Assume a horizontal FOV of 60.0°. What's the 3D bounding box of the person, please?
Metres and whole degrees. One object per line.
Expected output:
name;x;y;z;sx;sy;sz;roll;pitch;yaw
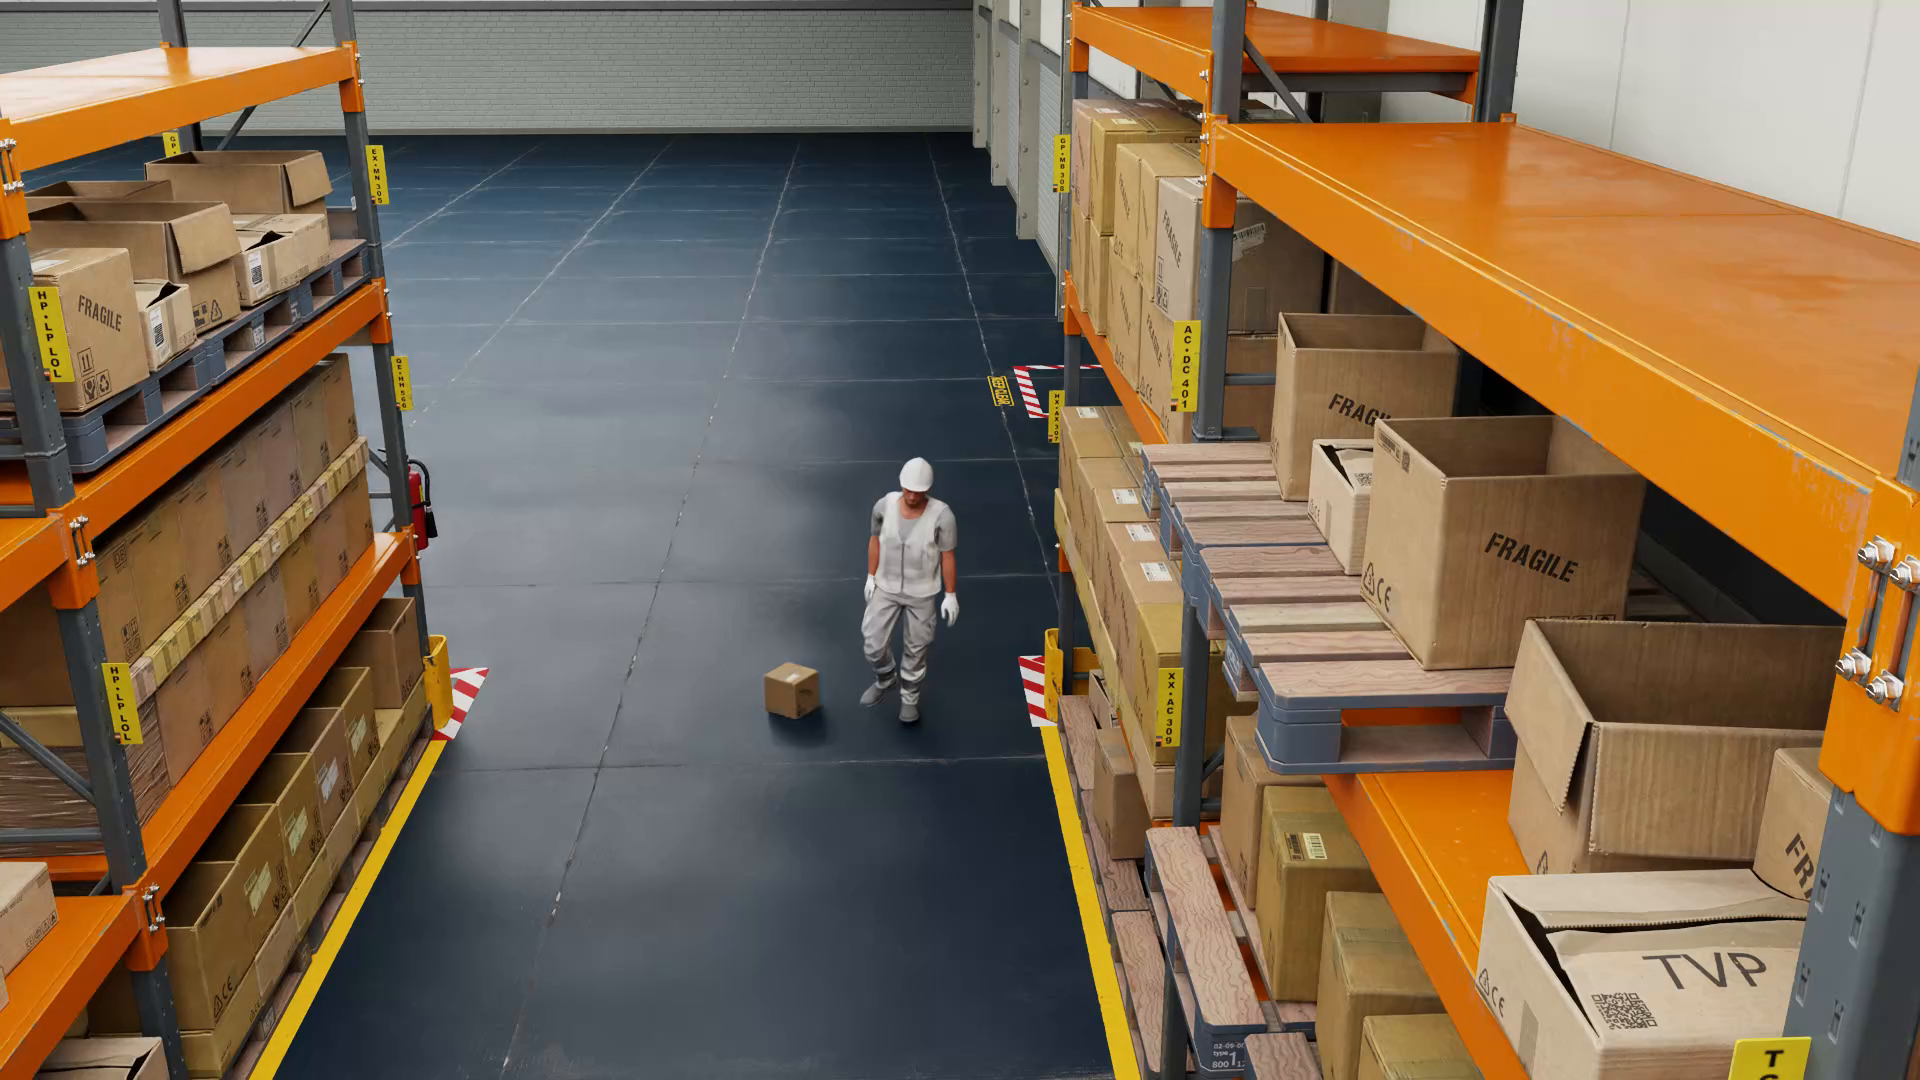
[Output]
person;-0.325;0.310;10.164;0.660;1.762;0.514;3;20;8
